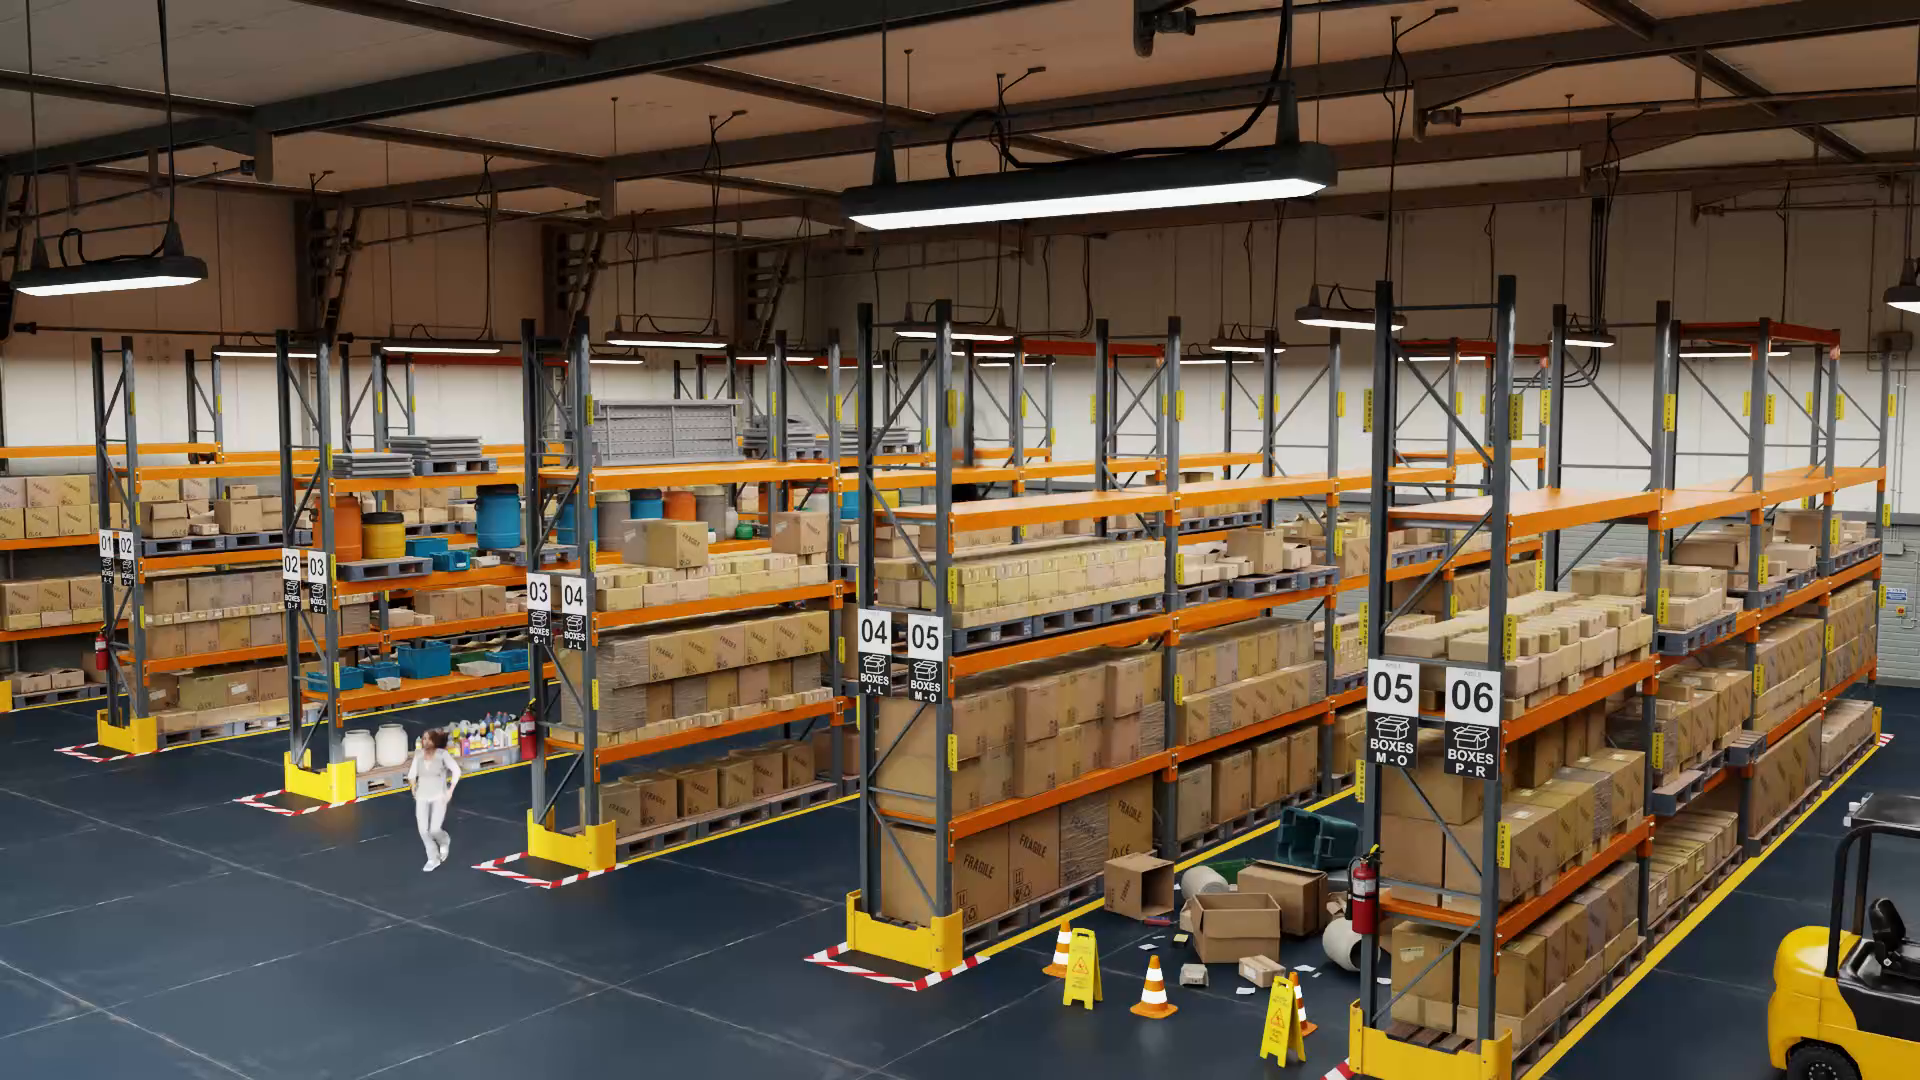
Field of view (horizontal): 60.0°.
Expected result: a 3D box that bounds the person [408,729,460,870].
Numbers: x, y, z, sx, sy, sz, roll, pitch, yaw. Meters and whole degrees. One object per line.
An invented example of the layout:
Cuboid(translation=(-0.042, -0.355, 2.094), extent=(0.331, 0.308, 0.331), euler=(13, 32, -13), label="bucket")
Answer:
Cuboid(translation=(-5.729, 2.820, 18.024), extent=(0.542, 1.555, 0.535), euler=(0, 5, 3), label="person")

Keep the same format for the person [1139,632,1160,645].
Cuboid(translation=(2.837, 2.132, 24.810), extent=(0.676, 1.796, 0.725), euler=(3, 6, 30), label="person")

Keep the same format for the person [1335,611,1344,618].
Cuboid(translation=(6.171, 1.990, 26.952), extent=(0.769, 1.716, 0.613), euler=(-5, 7, -43), label="person")
